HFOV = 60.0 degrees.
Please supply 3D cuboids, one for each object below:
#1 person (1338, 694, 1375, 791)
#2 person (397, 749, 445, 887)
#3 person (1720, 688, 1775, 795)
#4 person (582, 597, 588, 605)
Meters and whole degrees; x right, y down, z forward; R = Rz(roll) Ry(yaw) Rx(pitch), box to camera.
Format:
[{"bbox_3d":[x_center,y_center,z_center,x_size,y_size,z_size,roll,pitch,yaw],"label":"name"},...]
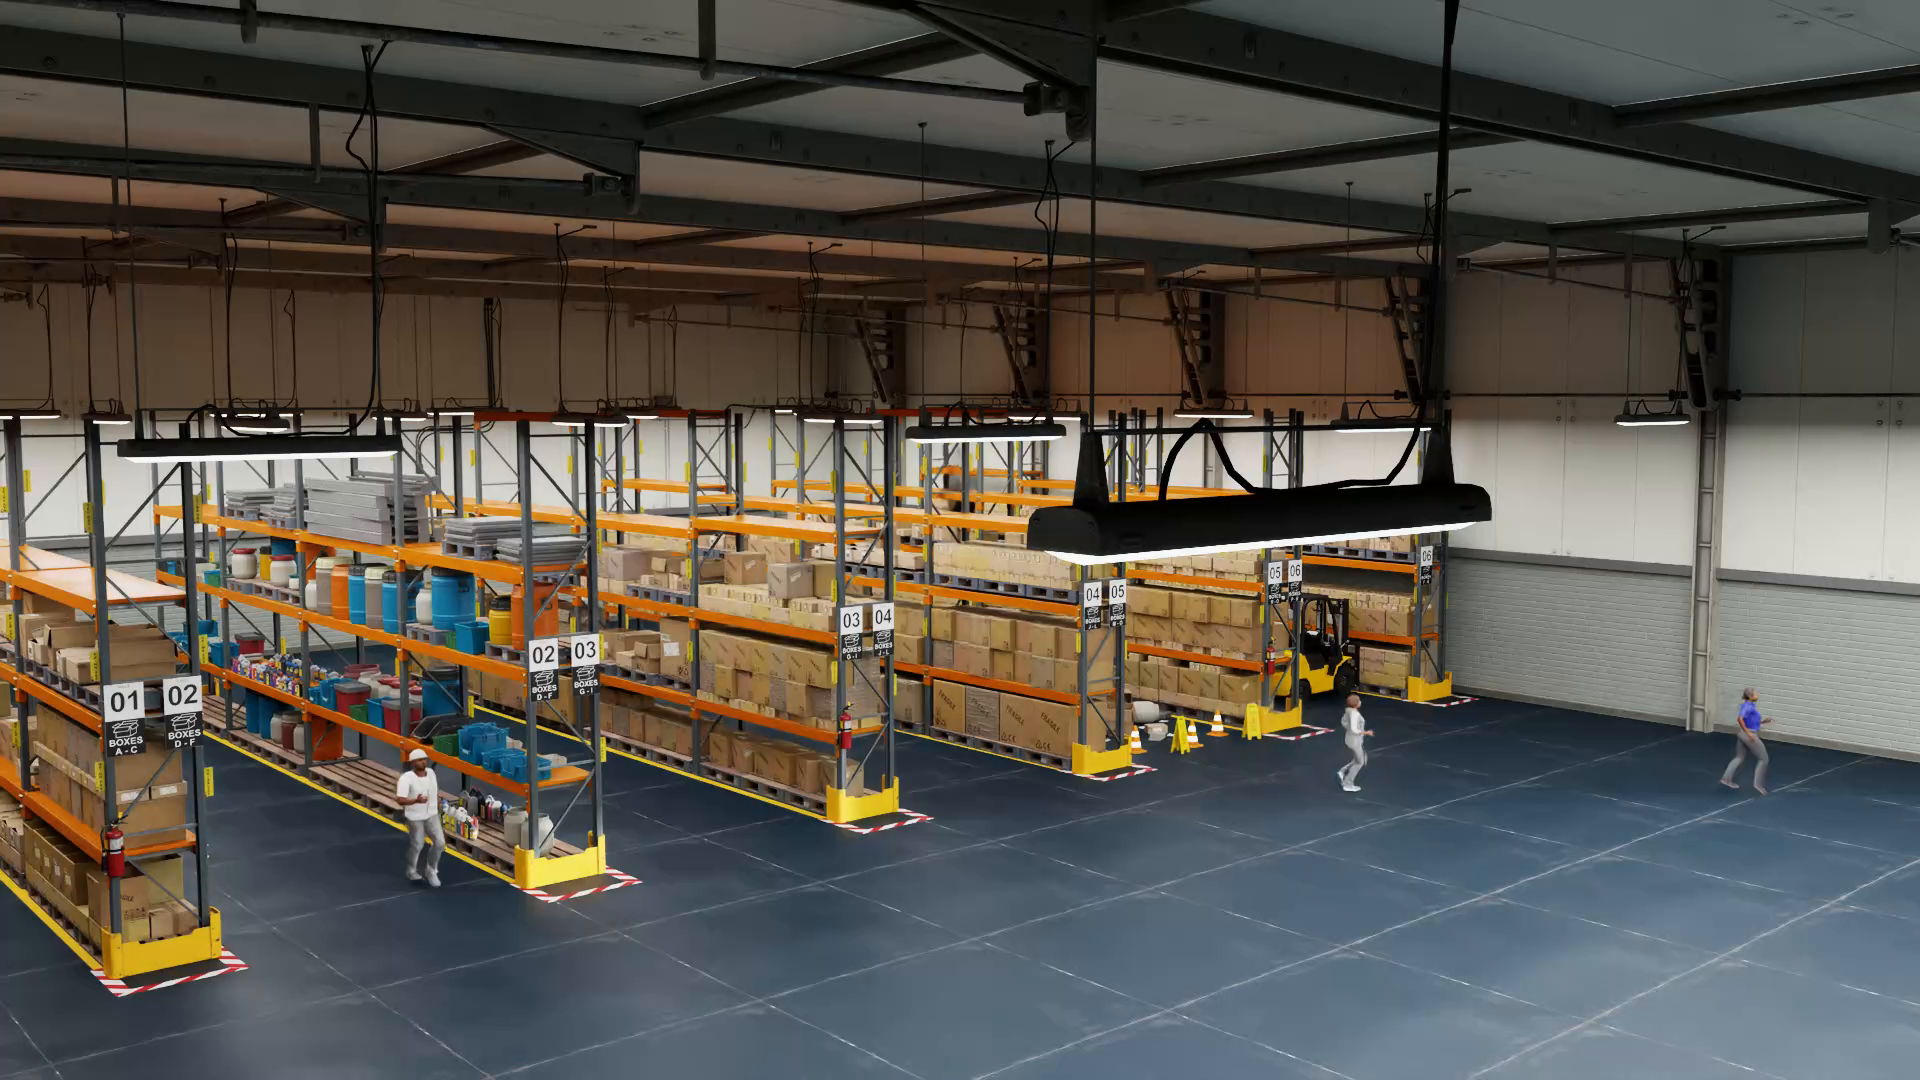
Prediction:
[{"bbox_3d":[6.318,3.225,26.489,0.543,1.555,0.528,0,5,4],"label":"person"},{"bbox_3d":[-6.895,3.581,21.363,0.696,1.811,0.673,5,7,43],"label":"person"},{"bbox_3d":[12.510,3.195,26.371,0.751,1.721,0.549,0,5,5],"label":"person"},{"bbox_3d":[-9.253,1.902,40.779,0.896,1.742,0.740,-4,7,-41],"label":"person"}]
